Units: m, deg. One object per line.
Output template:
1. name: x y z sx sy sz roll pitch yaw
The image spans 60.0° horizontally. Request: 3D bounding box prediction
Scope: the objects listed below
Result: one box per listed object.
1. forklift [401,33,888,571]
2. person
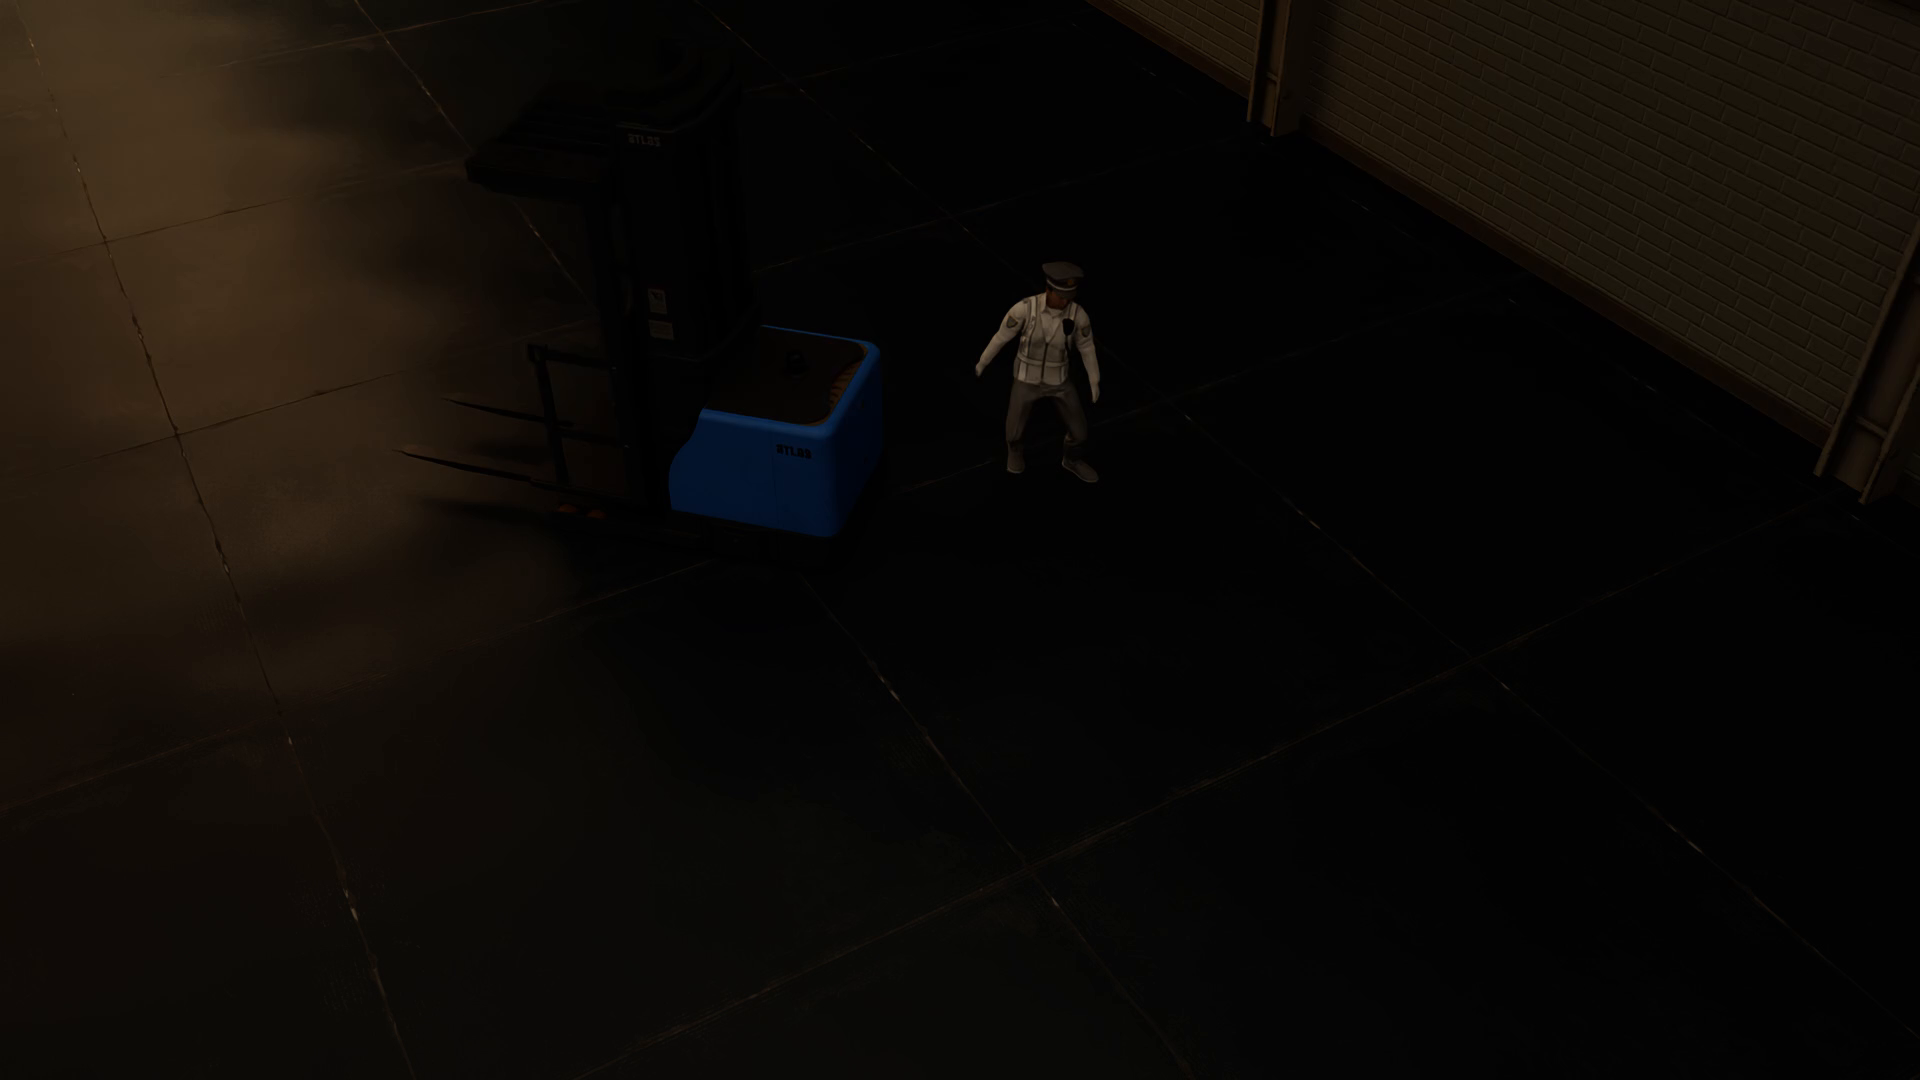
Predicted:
1. forklift: -2.042 -1.466 9.804 3.031 2.935 1.130 10 41 12
2. person: 0.499 -1.056 10.368 0.815 1.595 0.457 3 40 3
